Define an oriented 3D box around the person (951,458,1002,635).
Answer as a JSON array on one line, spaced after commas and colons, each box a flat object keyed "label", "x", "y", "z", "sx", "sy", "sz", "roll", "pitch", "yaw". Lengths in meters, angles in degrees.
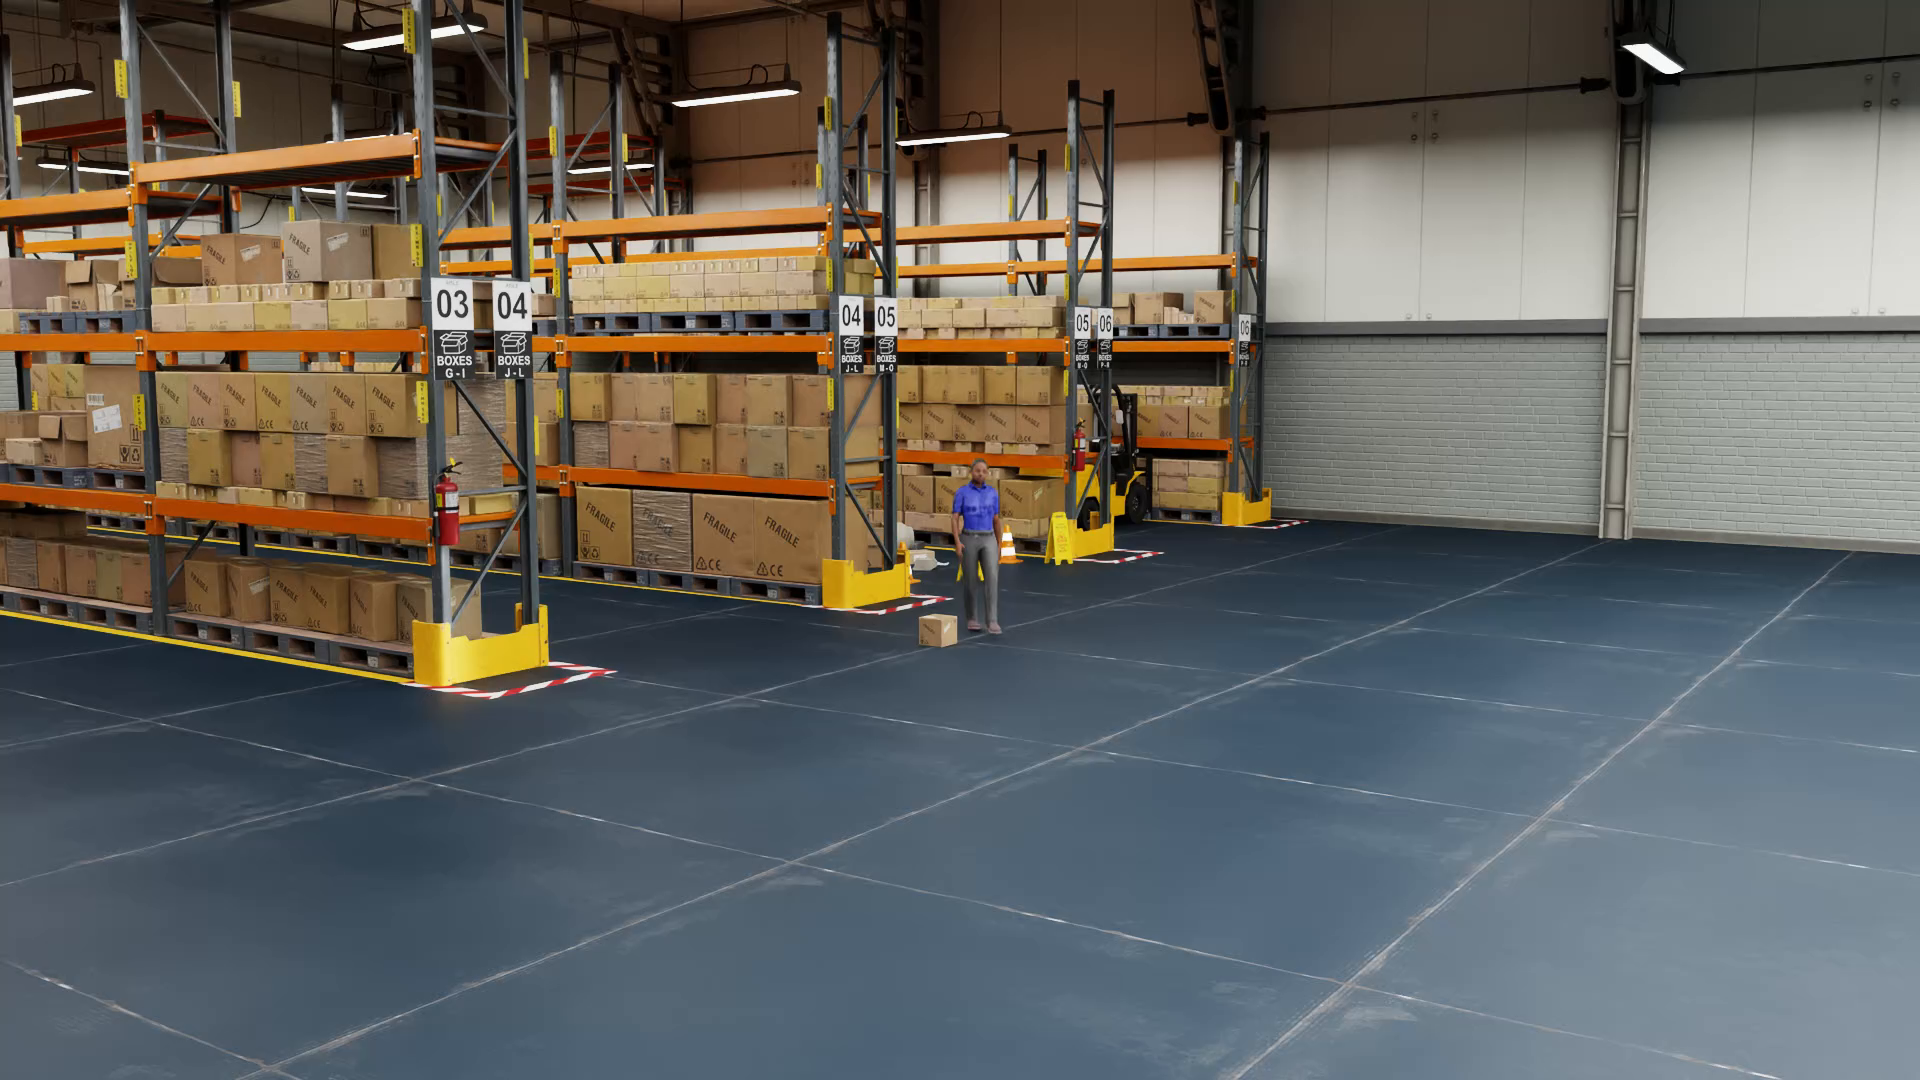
[{"label": "person", "x": 0.175, "y": 0.066, "z": 15.442, "sx": 0.500, "sy": 1.628, "sz": 0.844, "roll": -1, "pitch": 6, "yaw": -5}]
